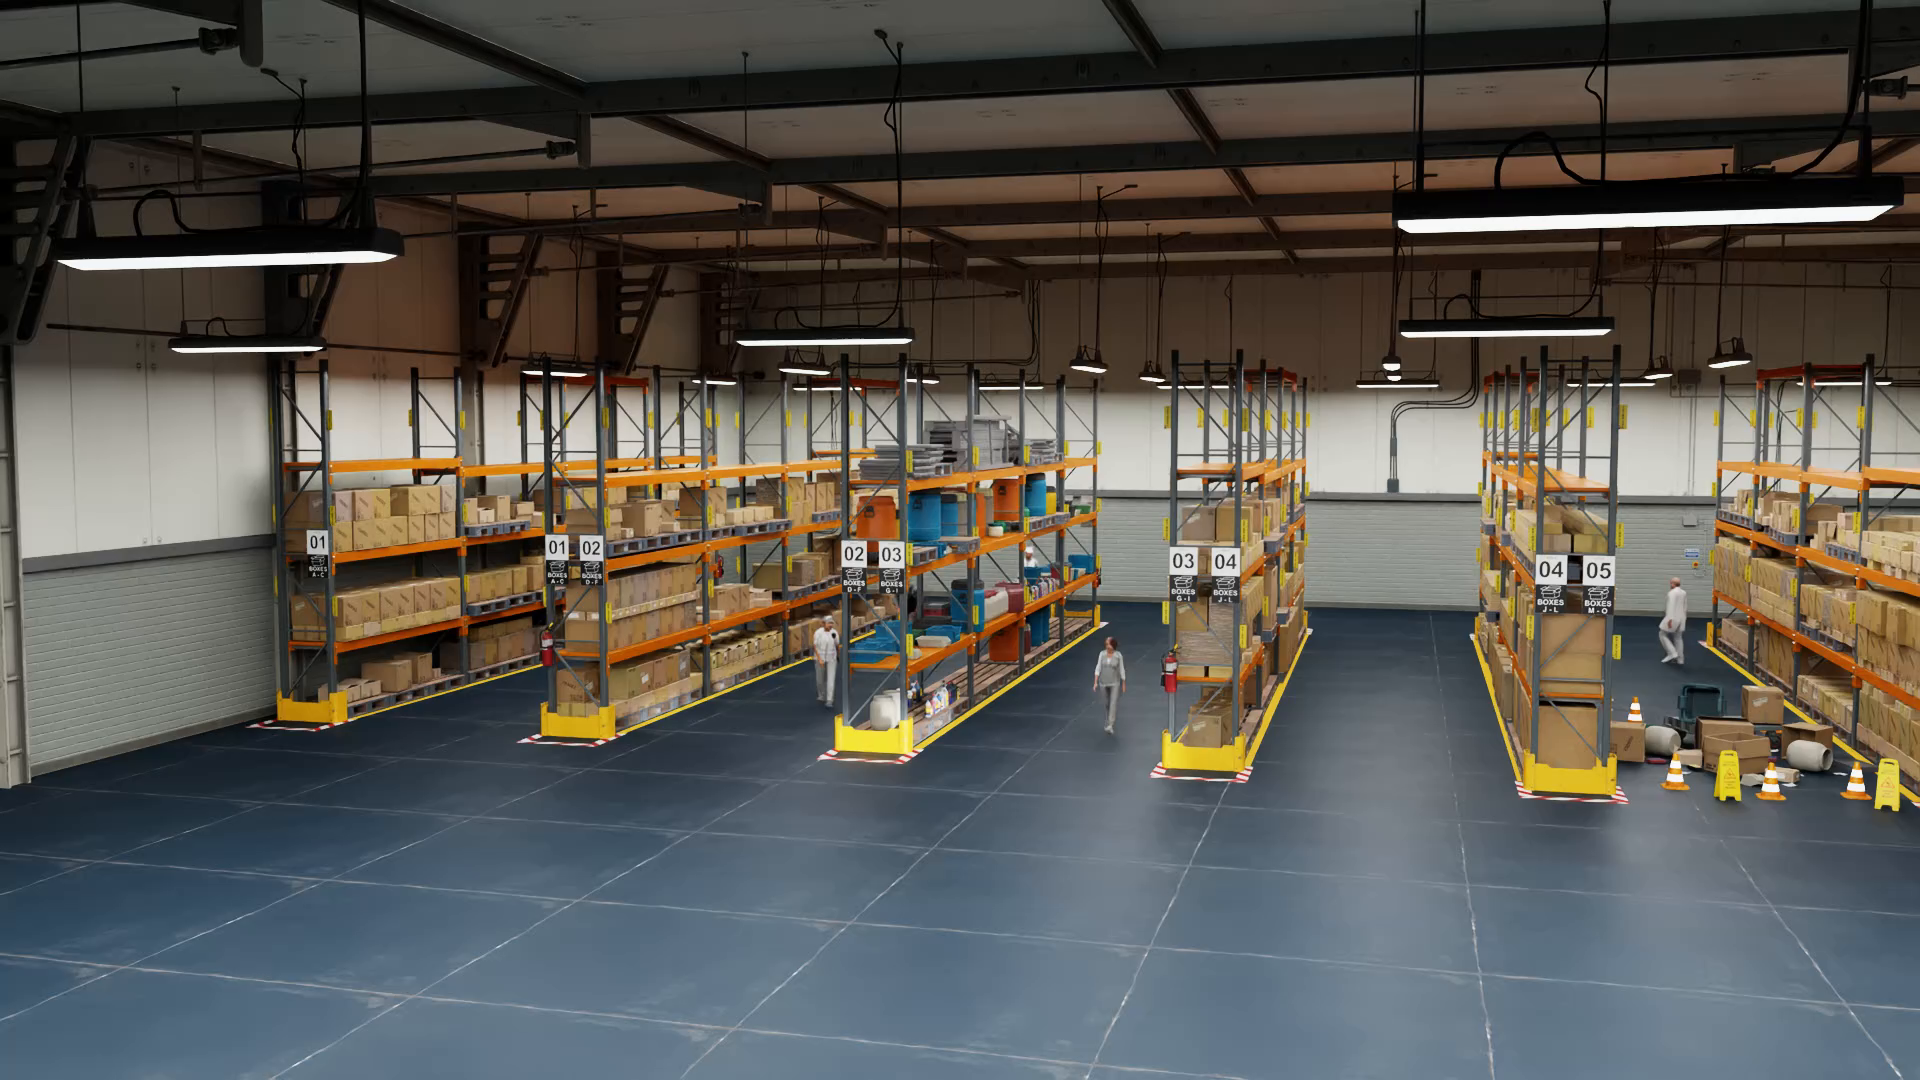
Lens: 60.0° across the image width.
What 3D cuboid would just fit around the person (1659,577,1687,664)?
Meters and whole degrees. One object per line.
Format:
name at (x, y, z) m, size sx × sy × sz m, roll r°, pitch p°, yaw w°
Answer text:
person at (14.714, 1.647, 34.201) m, size 0.609 × 1.771 × 0.491 m, roll -2°, pitch 5°, yaw -24°

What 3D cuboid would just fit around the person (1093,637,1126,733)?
person at (2.357, 2.365, 26.463) m, size 0.448 × 1.437 × 0.996 m, roll 2°, pitch 4°, yaw 23°

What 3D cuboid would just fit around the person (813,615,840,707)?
person at (-2.344, 2.106, 29.147) m, size 0.457 × 1.581 × 1.089 m, roll 0°, pitch 4°, yaw -3°

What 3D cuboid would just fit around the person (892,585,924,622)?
person at (-1.128, 1.569, 36.412) m, size 0.656 × 1.633 × 0.727 m, roll 2°, pitch 5°, yaw 24°

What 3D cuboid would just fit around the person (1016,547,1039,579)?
person at (1.704, 1.040, 42.776) m, size 0.555 × 1.712 × 1.005 m, roll 2°, pitch 5°, yaw 31°
